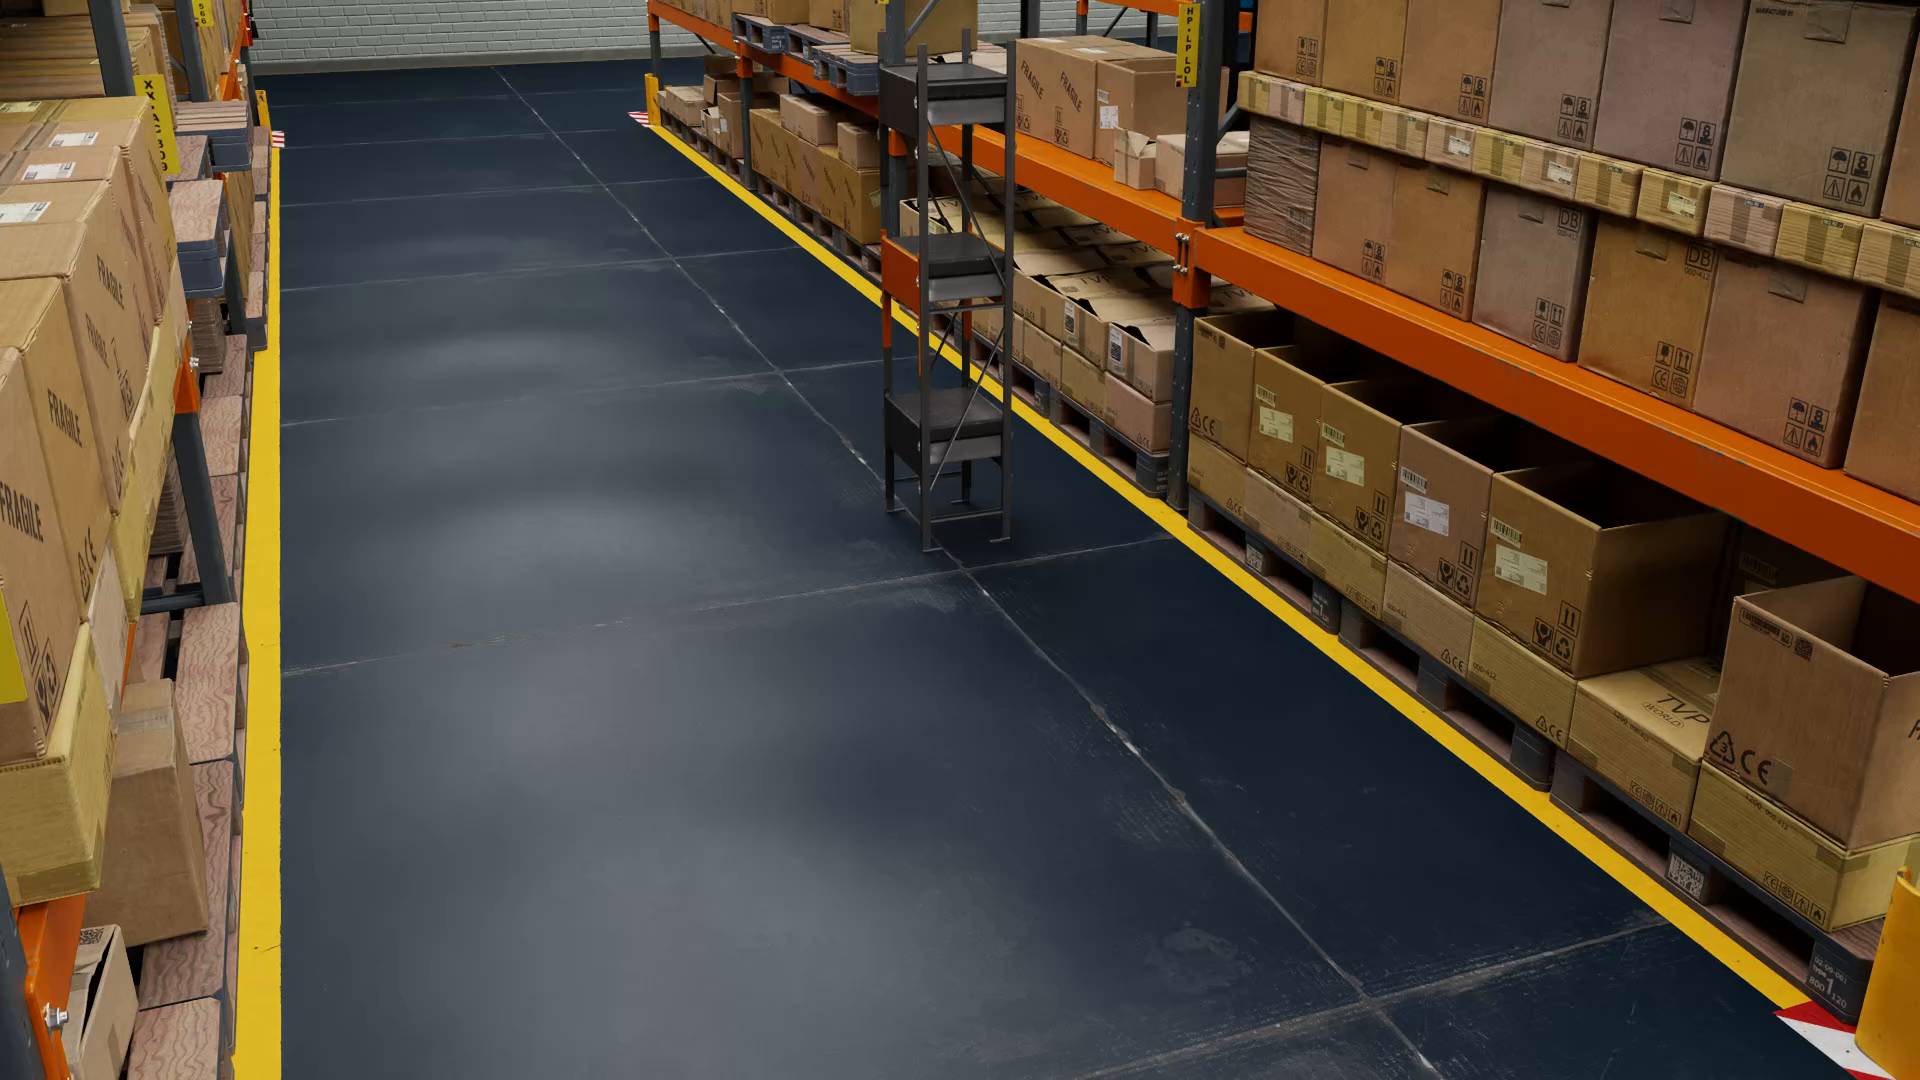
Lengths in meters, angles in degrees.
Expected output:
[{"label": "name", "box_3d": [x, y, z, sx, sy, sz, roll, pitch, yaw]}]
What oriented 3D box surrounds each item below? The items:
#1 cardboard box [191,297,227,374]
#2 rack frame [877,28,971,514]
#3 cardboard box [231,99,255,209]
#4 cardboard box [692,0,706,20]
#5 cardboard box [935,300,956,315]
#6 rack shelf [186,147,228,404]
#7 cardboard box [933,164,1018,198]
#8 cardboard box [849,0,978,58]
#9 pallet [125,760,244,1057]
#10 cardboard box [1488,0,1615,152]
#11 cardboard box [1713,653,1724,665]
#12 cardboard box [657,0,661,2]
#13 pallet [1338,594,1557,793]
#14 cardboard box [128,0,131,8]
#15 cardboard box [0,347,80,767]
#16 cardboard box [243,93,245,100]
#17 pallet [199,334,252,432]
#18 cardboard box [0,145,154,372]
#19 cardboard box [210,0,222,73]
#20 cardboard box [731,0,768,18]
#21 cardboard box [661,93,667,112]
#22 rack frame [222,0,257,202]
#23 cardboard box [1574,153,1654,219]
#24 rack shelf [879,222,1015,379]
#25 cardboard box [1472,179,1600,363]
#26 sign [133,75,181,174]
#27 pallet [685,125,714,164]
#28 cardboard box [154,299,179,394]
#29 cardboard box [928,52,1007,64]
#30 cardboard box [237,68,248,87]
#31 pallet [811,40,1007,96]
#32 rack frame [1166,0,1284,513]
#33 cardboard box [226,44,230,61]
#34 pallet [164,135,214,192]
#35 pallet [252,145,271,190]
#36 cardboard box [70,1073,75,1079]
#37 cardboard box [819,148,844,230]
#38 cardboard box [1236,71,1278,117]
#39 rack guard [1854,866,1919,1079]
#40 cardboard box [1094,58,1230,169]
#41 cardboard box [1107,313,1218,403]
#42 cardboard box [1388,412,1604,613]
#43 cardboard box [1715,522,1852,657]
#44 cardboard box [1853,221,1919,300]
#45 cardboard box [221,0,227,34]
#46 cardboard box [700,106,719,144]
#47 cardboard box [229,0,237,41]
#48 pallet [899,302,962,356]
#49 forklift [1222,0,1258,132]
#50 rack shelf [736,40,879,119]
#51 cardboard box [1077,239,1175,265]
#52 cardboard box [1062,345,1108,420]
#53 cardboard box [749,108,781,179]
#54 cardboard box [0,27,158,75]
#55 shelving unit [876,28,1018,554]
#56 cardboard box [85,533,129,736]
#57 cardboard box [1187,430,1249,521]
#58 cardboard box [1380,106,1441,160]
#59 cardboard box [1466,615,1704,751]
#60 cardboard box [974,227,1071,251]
[{"label": "cardboard box", "box_3d": [-4.307, -1.163, 8.799, 0.700, 0.500, 0.500, -8, 24, -18]}, {"label": "rack frame", "box_3d": [-0.145, -1.116, 7.195, 0.400, 2.100, 0.015, -8, 24, -19]}, {"label": "cardboard box", "box_3d": [-5.672, -2.804, 12.269, 0.750, 0.750, 0.750, -8, 24, -18]}, {"label": "cardboard box", "box_3d": [-2.174, -5.067, 15.281, 0.500, 0.500, 0.500, -8, 24, -18]}, {"label": "cardboard box", "box_3d": [0.111, -1.561, 10.091, 0.500, 0.250, 0.500, -9, 24, -20]}, {"label": "rack shelf", "box_3d": [-3.904, -1.308, 7.418, 1.077, 0.370, 4.000, -8, 24, -19]}, {"label": "cardboard box", "box_3d": [0.129, -2.303, 11.504, 0.500, 0.500, 0.500, -7, 24, -17]}, {"label": "cardboard box", "box_3d": [-0.305, -3.500, 11.023, 0.700, 0.500, 0.500, -18, 29, -36]}, {"label": "pallet", "box_3d": [-2.492, 1.055, 4.475, 1.003, 0.211, 1.213, -8, 24, -19]}, {"label": "cardboard box", "box_3d": [2.130, -1.530, 5.220, 0.700, 0.500, 0.500, -8, 24, -19]}, {"label": "cardboard box", "box_3d": [2.687, 0.526, 5.139, 0.500, 0.250, 0.500, -8, 24, -19]}, {"label": "cardboard box", "box_3d": [-2.893, -5.803, 17.027, 0.500, 0.500, 0.500, -8, 24, -18]}, {"label": "pallet", "box_3d": [2.112, 0.430, 5.959, 1.003, 0.211, 1.213, -8, 24, -19]}, {"label": "cardboard box", "box_3d": [-4.460, -2.793, 8.484, 0.380, 0.149, 0.250, -12, 26, -26]}, {"label": "cardboard box", "box_3d": [-1.672, 0.040, 2.495, 0.500, 0.500, 0.500, -8, 24, -19]}, {"label": "cardboard box", "box_3d": [-6.741, -3.710, 14.867, 0.700, 0.500, 0.500, -9, 25, -21]}, {"label": "pallet", "box_3d": [-4.336, -0.797, 8.870, 1.003, 0.211, 1.213, -8, 24, -19]}, {"label": "cardboard box", "box_3d": [-2.392, -0.704, 4.261, 0.500, 0.500, 0.500, -9, 24, -21]}, {"label": "cardboard box", "box_3d": [-4.893, -3.142, 10.306, 0.500, 0.500, 0.500, -8, 24, -19]}, {"label": "cardboard box", "box_3d": [-1.432, -4.538, 13.484, 0.700, 0.500, 0.500, -18, 29, -36]}, {"label": "cardboard box", "box_3d": [-2.889, -4.561, 17.291, 0.380, 0.166, 0.250, -8, 24, -19]}, {"label": "rack frame", "box_3d": [-6.023, -3.820, 12.451, 1.000, 3.000, 0.127, -8, 24, -19]}, {"label": "cardboard box", "box_3d": [2.077, -1.069, 4.959, 0.380, 0.149, 0.250, -8, 24, -18]}, {"label": "rack shelf", "box_3d": [-0.058, -1.015, 6.990, 0.431, 0.518, 0.480, -8, 24, -19]}, {"label": "cardboard box", "box_3d": [2.146, -0.920, 5.442, 0.700, 0.500, 0.500, -8, 24, -17]}, {"label": "sign", "box_3d": [-2.692, -1.389, 5.569, 0.100, 0.325, 0.005, -8, 24, -19]}, {"label": "pallet", "box_3d": [-2.067, -3.909, 16.254, 1.003, 0.211, 1.213, -8, 24, -19]}, {"label": "cardboard box", "box_3d": [-2.578, -0.540, 4.837, 0.500, 0.250, 0.500, -8, 24, -19]}, {"label": "cardboard box", "box_3d": [0.110, -2.868, 10.308, 0.500, 0.311, 0.500, -7, 24, -16]}, {"label": "cardboard box", "box_3d": [-6.789, -4.259, 15.335, 0.380, 0.149, 0.250, -8, 24, -18]}, {"label": "pallet", "box_3d": [-0.283, -3.196, 11.217, 1.213, 0.211, 1.003, -8, 24, -19]}, {"label": "rack frame", "box_3d": [1.436, -1.594, 7.170, 1.000, 3.000, 0.127, -8, 24, -19]}, {"label": "cardboard box", "box_3d": [-5.528, -3.541, 12.086, 0.380, 0.149, 0.250, -8, 24, -18]}, {"label": "pallet", "box_3d": [-3.873, -1.564, 7.346, 1.003, 0.211, 1.213, -8, 24, -19]}, {"label": "pallet", "box_3d": [-6.654, -3.266, 14.727, 1.003, 0.211, 1.213, -8, 24, -19]}, {"label": "cardboard box", "box_3d": [-1.945, 1.313, 3.168, 0.500, 0.311, 0.500, -11, 25, -25]}, {"label": "cardboard box", "box_3d": [-0.710, -2.594, 12.194, 0.500, 0.500, 0.500, -9, 25, -21]}, {"label": "cardboard box", "box_3d": [1.349, -1.815, 6.730, 0.380, 0.149, 0.250, -8, 24, -19]}, {"label": "rack guard", "box_3d": [2.857, 1.020, 4.186, 1.175, 0.500, 0.348, -8, 24, -19]}, {"label": "cardboard box", "box_3d": [0.993, -2.113, 8.272, 0.500, 0.500, 0.500, -7, 24, -15]}, {"label": "cardboard box", "box_3d": [1.024, -0.887, 7.769, 0.500, 0.311, 0.500, -8, 24, -19]}, {"label": "cardboard box", "box_3d": [1.838, -0.110, 5.683, 0.500, 0.500, 0.500, -8, 24, -19]}, {"label": "cardboard box", "box_3d": [2.689, 0.181, 4.994, 0.500, 0.500, 0.500, -8, 24, -19]}, {"label": "cardboard box", "box_3d": [2.442, -0.693, 4.069, 0.380, 0.149, 0.250, -8, 24, -18]}, {"label": "cardboard box", "box_3d": [-5.625, -3.879, 12.054, 0.500, 0.500, 0.500, -9, 24, -20]}, {"label": "cardboard box", "box_3d": [-2.122, -3.905, 15.549, 0.500, 0.311, 0.500, -8, 24, -19]}, {"label": "cardboard box", "box_3d": [-6.453, -4.423, 13.496, 0.980, 0.700, 0.700, -9, 24, -20]}, {"label": "pallet", "box_3d": [0.277, -1.458, 10.437, 1.003, 0.211, 1.213, -8, 24, -19]}, {"label": "forklift", "box_3d": [1.948, -2.801, 10.121, 1.130, 2.935, 3.031, -8, 24, -18]}, {"label": "rack shelf", "box_3d": [-0.684, -3.443, 12.482, 1.077, 0.370, 4.000, -8, 24, -19]}, {"label": "cardboard box", "box_3d": [0.978, -1.522, 9.276, 0.500, 0.311, 0.500, -8, 24, -18]}, {"label": "cardboard box", "box_3d": [0.841, -0.815, 8.322, 0.500, 0.250, 0.500, -9, 24, -20]}, {"label": "cardboard box", "box_3d": [-1.448, -3.342, 13.970, 0.500, 0.500, 0.500, -9, 25, -21]}, {"label": "cardboard box", "box_3d": [-3.974, -1.996, 7.429, 0.700, 0.500, 0.500, -8, 24, -19]}, {"label": "shelving unit", "box_3d": [-0.058, -1.028, 6.985, 0.431, 2.100, 0.503, -8, 24, -19]}, {"label": "cardboard box", "box_3d": [-1.856, 0.193, 3.098, 0.500, 0.250, 0.500, -9, 25, -21]}, {"label": "cardboard box", "box_3d": [1.316, -0.310, 7.124, 0.500, 0.250, 0.500, -8, 24, -19]}, {"label": "cardboard box", "box_3d": [1.711, -1.444, 5.849, 0.380, 0.149, 0.250, -9, 25, -21]}, {"label": "cardboard box", "box_3d": [2.017, 0.417, 5.398, 0.500, 0.250, 0.500, -8, 24, -19]}, {"label": "cardboard box", "box_3d": [0.304, -1.626, 9.524, 0.500, 0.311, 0.500, -9, 24, -20]}]
